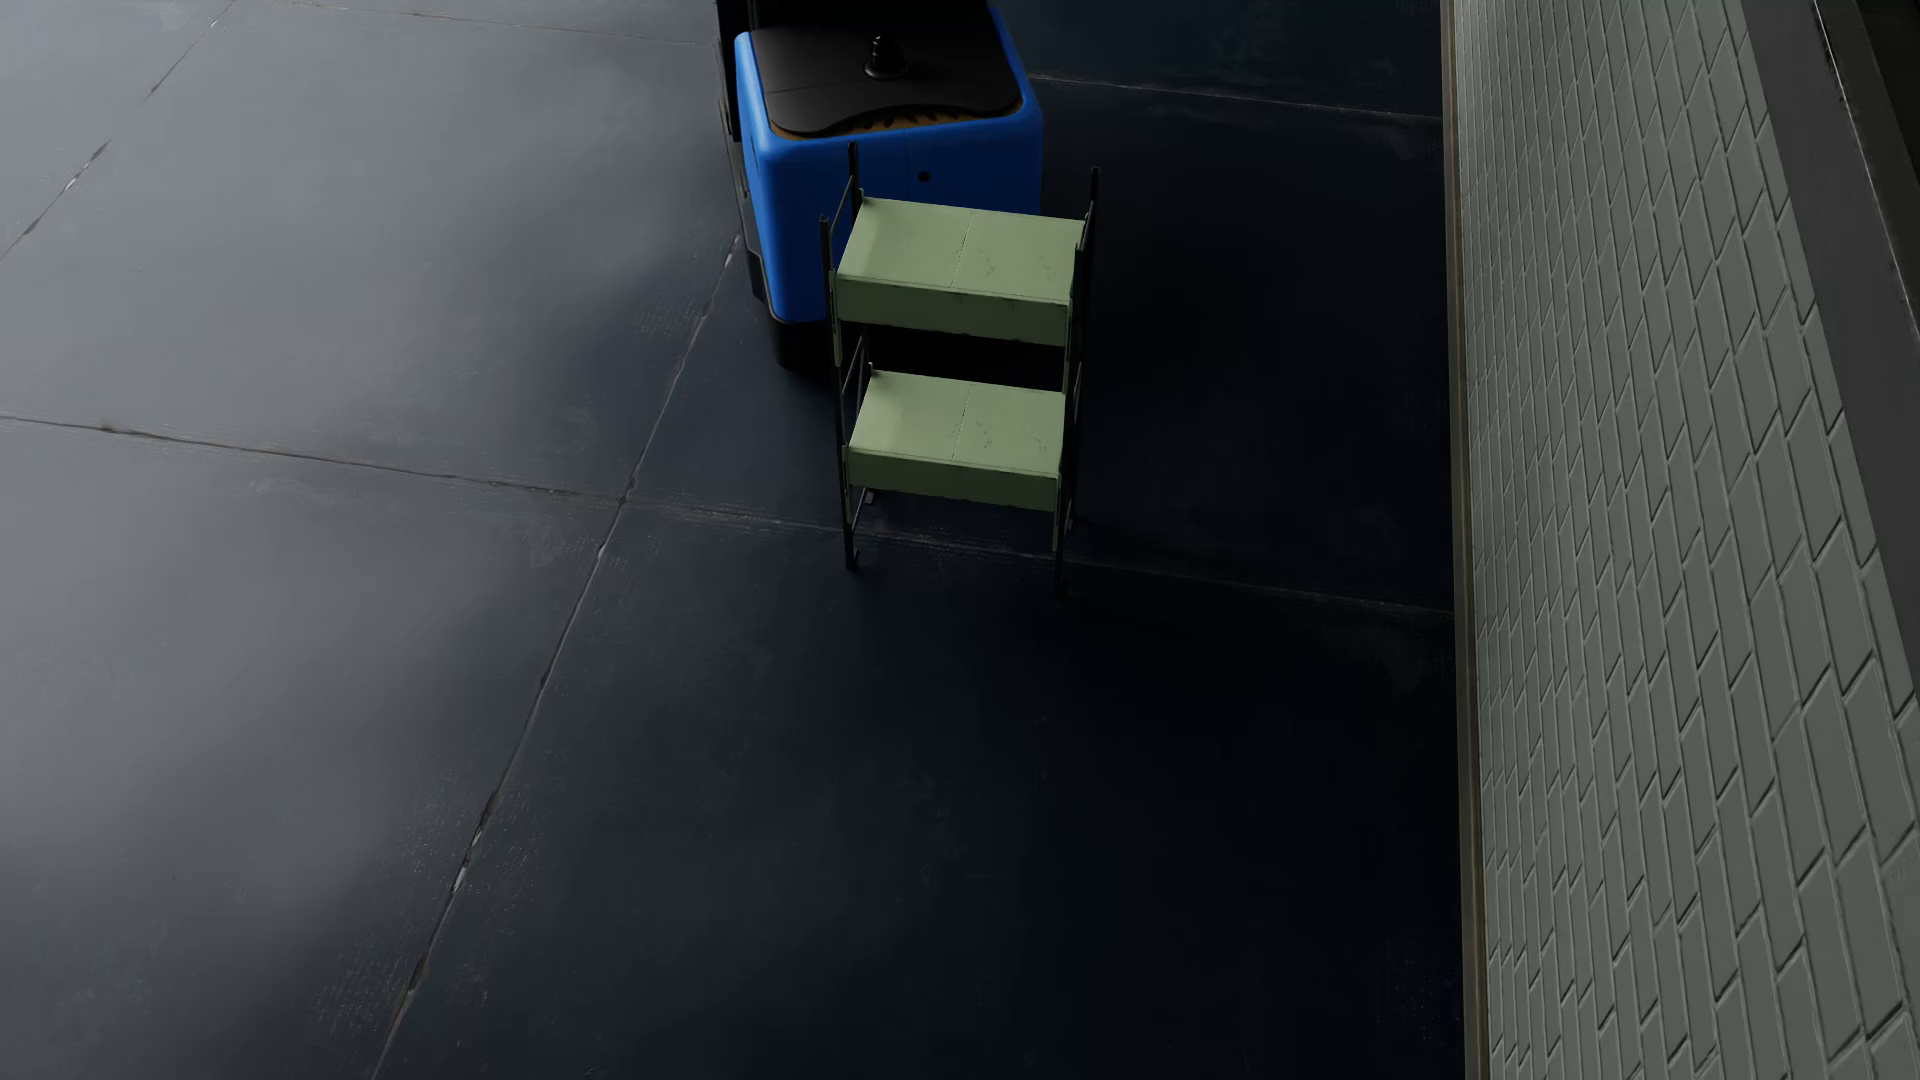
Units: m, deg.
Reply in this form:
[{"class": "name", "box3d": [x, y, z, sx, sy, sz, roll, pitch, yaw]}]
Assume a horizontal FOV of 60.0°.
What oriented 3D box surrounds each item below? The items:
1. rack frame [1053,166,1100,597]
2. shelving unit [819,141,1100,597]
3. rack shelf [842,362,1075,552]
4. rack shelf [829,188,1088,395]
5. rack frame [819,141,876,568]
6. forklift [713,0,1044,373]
[{"class": "rack frame", "box3d": [0.367, -0.452, 5.325, 0.023, 1.500, 0.400, 8, 49, 7]}, {"class": "shelving unit", "box3d": [0.007, -0.500, 5.368, 0.755, 1.500, 0.431, 8, 49, 7]}, {"class": "rack shelf", "box3d": [0.007, -0.283, 5.611, 0.720, 0.370, 0.431, 8, 49, 7]}, {"class": "rack shelf", "box3d": [0.007, -0.761, 5.078, 0.720, 0.370, 0.431, 8, 49, 7]}, {"class": "rack frame", "box3d": [-0.354, -0.549, 5.412, 0.023, 1.500, 0.400, 8, 49, 7]}, {"class": "forklift", "box3d": [-0.485, -2.744, 6.422, 1.130, 2.935, 3.031, -9, 49, -8]}]
